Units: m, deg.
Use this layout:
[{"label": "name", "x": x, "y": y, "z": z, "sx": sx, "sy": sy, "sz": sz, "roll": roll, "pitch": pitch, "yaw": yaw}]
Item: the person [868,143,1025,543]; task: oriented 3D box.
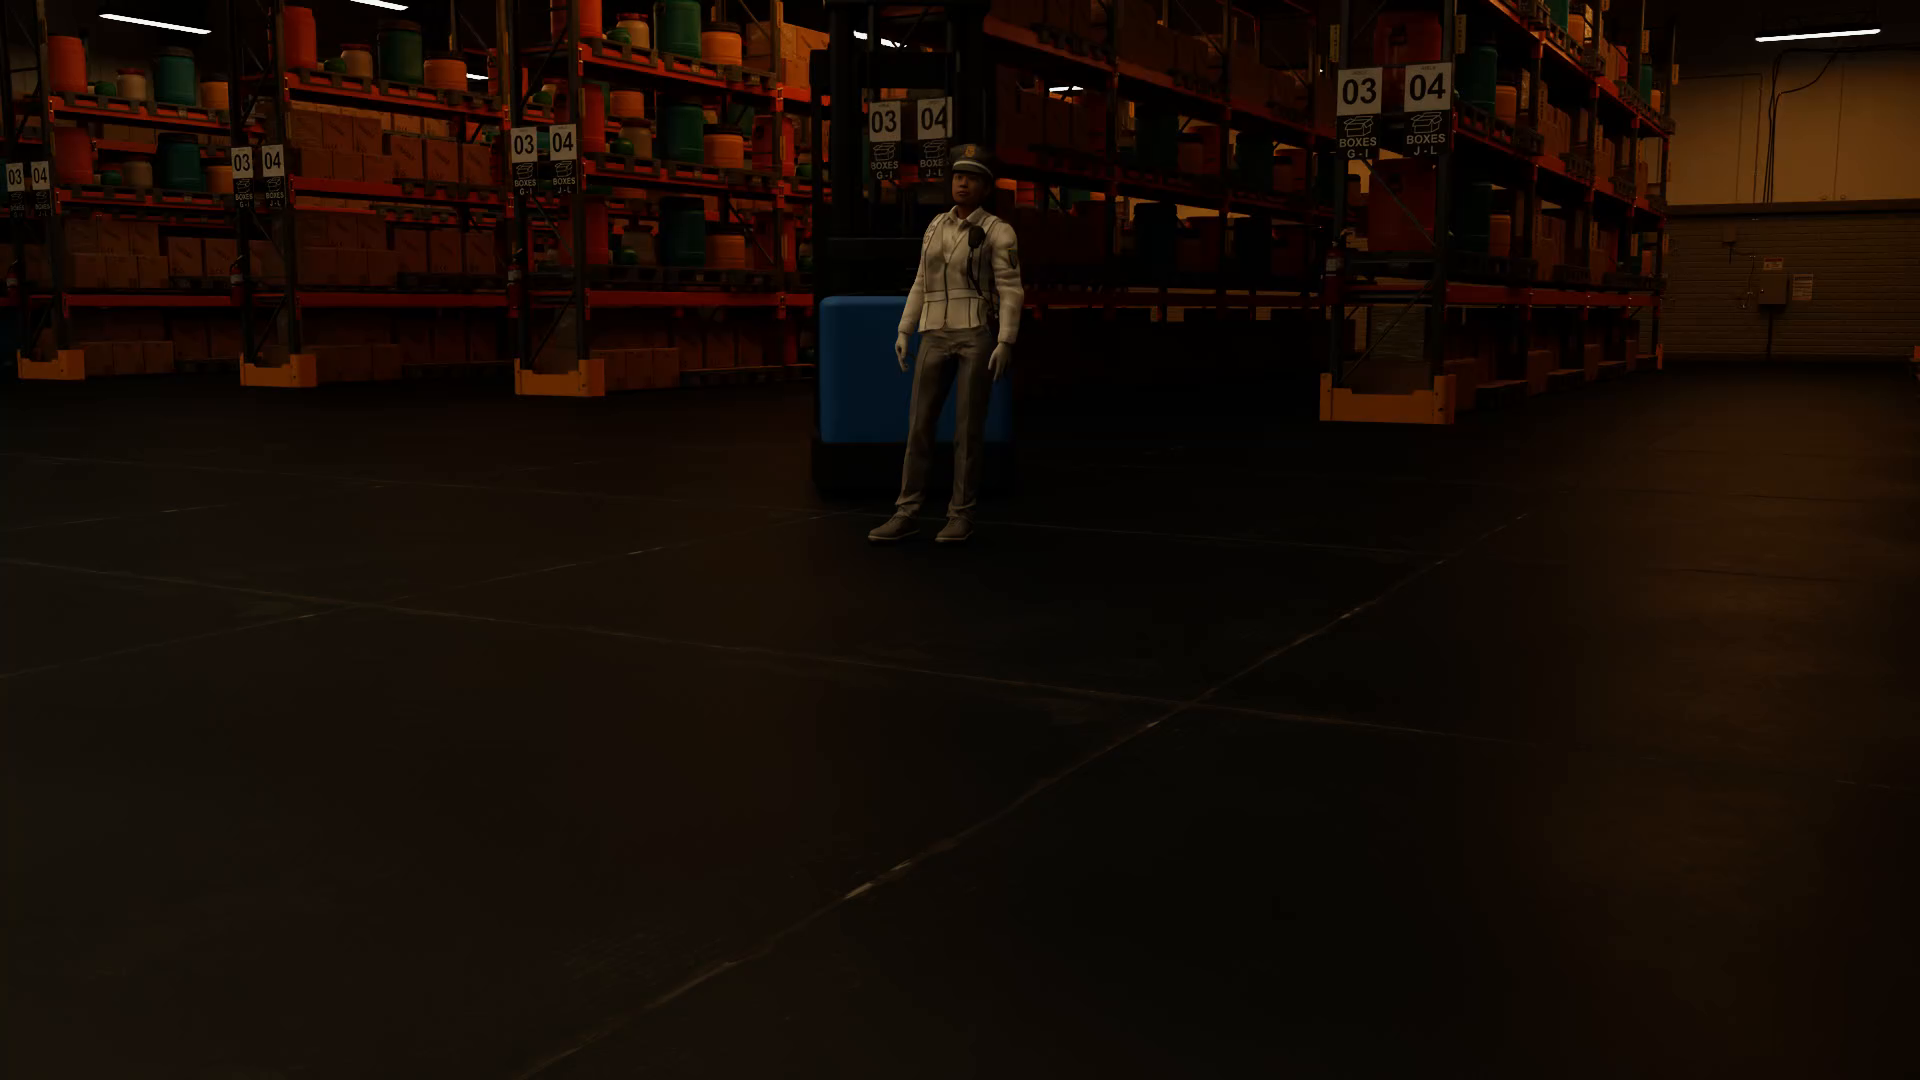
[{"label": "person", "x": -0.038, "y": -0.839, "z": 7.142, "sx": 0.588, "sy": 1.696, "sz": 0.533, "roll": 4, "pitch": 9, "yaw": 29}]

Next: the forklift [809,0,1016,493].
[{"label": "forklift", "x": -0.355, "y": -1.862, "z": 10.085, "sx": 1.130, "sy": 2.935, "sz": 3.031, "roll": -1, "pitch": 8, "yaw": -5}]
